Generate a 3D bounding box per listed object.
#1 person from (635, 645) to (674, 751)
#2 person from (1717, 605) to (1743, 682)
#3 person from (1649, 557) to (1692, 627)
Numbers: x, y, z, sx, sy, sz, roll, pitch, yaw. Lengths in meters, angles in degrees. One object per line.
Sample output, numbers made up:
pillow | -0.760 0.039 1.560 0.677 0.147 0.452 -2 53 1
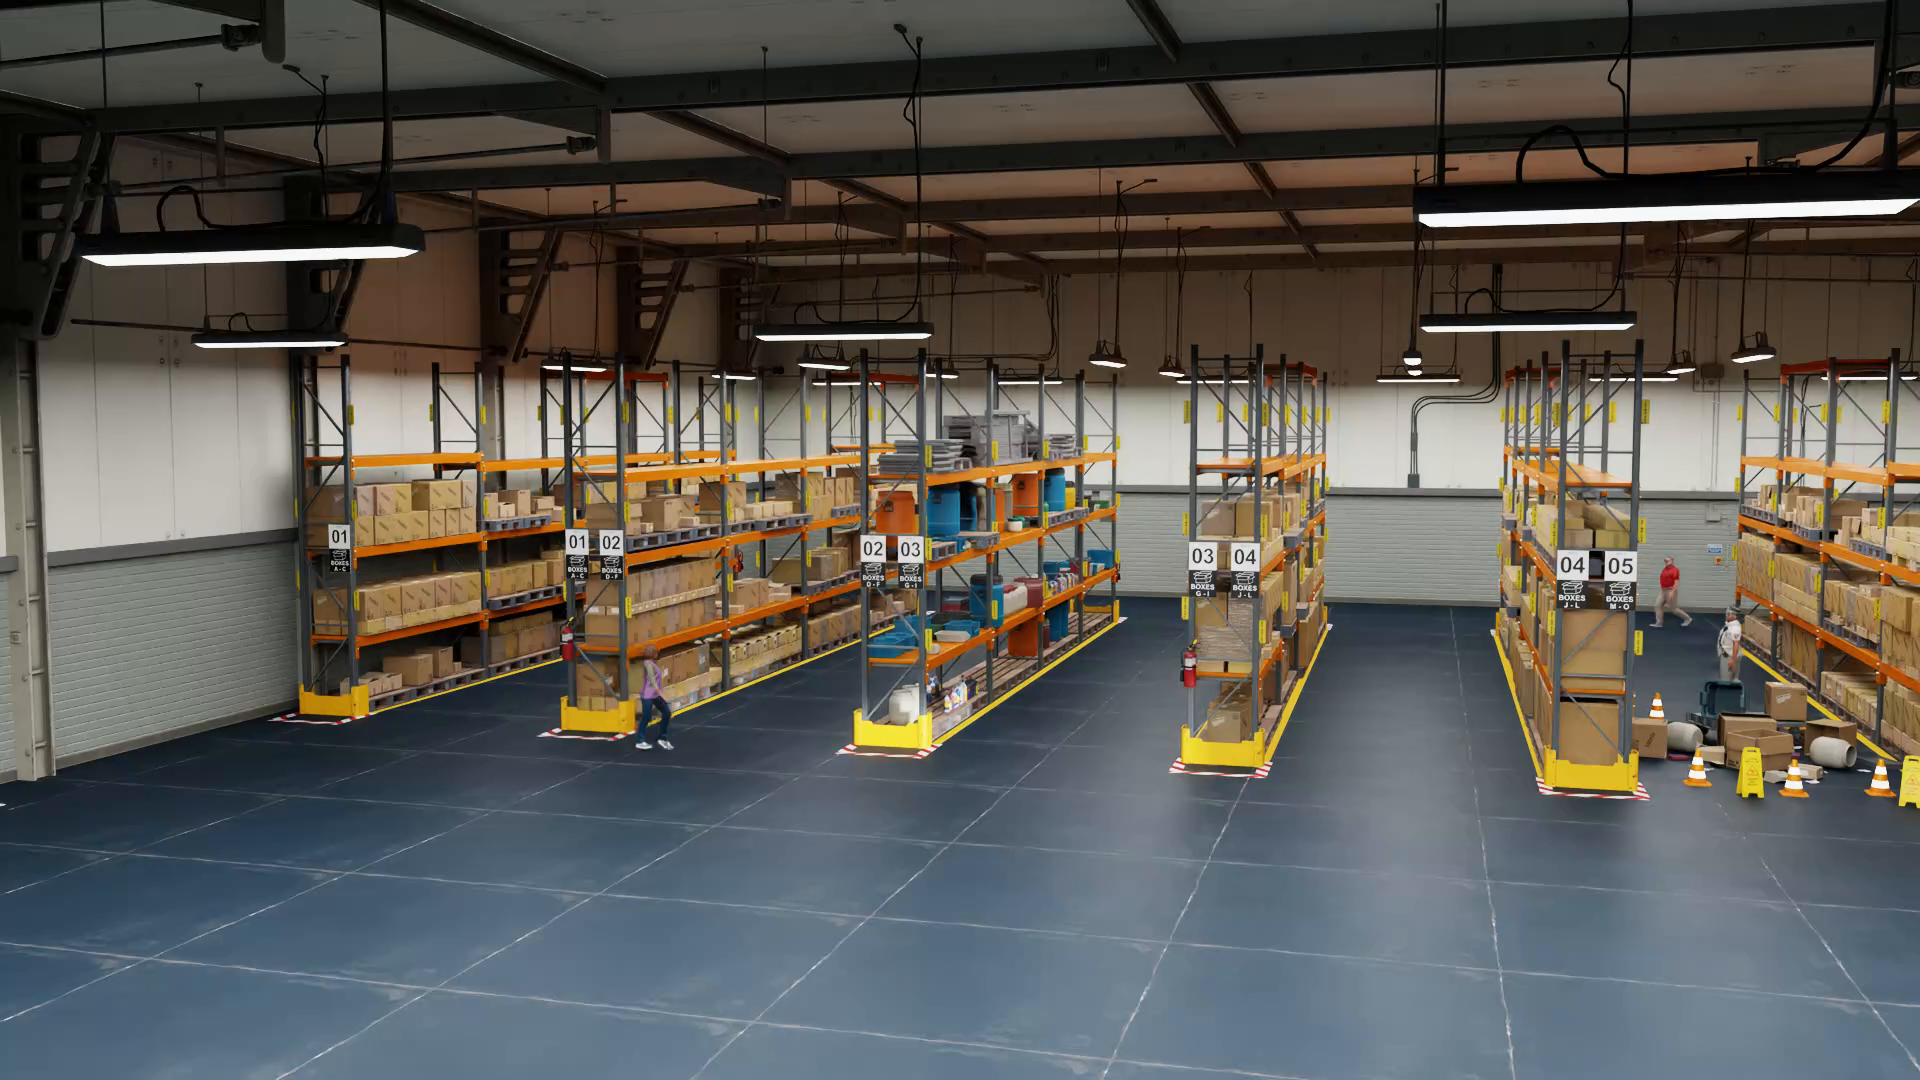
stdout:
person | -4.578 2.354 24.751 0.599 1.618 0.408 1 4 17
person | 13.166 1.995 28.426 0.456 1.774 0.568 4 6 41
person | 16.667 1.221 39.019 0.907 1.675 0.573 0 4 -2
